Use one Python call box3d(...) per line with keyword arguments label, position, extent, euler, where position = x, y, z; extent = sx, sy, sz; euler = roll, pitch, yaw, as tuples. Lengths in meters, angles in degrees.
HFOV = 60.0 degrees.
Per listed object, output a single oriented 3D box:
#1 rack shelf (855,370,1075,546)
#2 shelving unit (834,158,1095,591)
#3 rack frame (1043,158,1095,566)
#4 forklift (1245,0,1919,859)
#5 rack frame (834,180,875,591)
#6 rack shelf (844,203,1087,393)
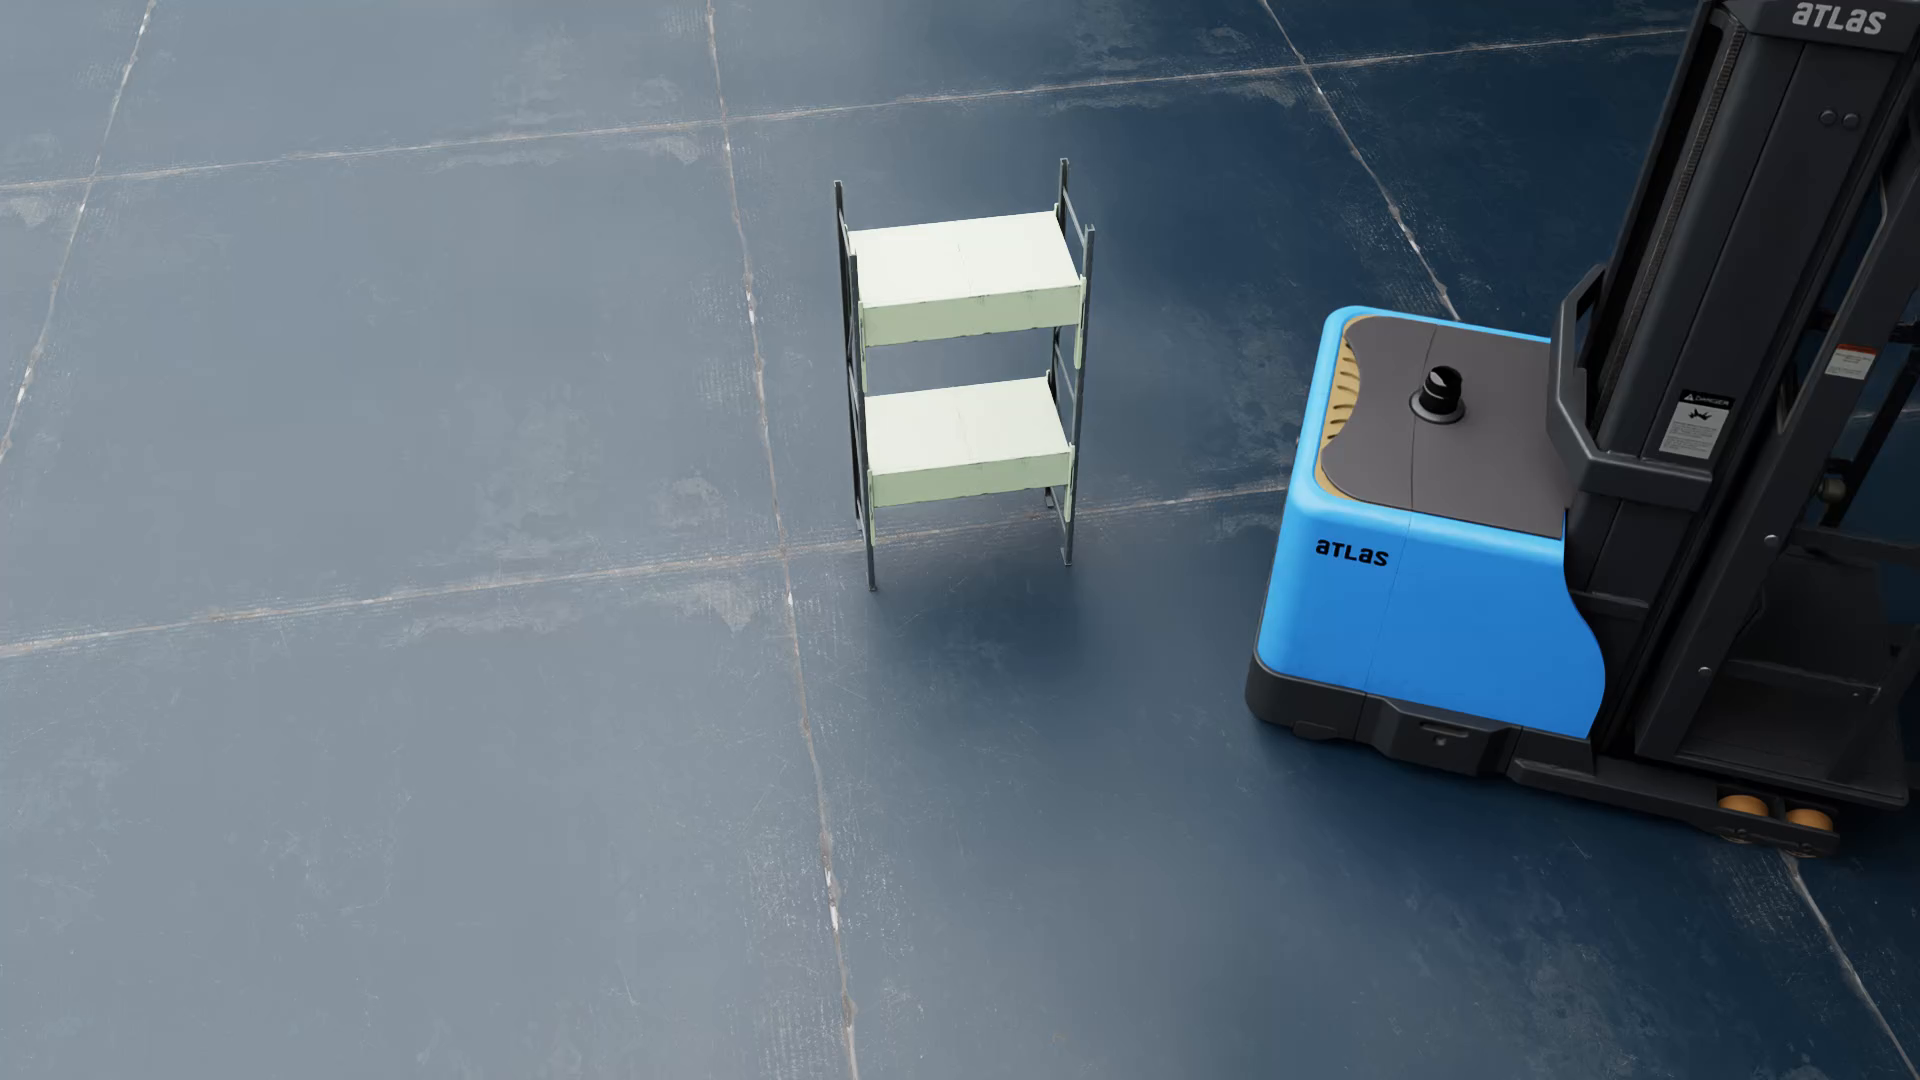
box3d(label="rack shelf", position=(0.007, -0.295, 5.945), extent=(0.720, 0.370, 0.431), euler=(-7, 46, -7))
box3d(label="shelving unit", position=(0.007, -0.521, 5.711), extent=(0.755, 1.500, 0.431), euler=(-7, 46, -7))
box3d(label="rack frame", position=(0.367, -0.566, 5.754), extent=(0.023, 1.500, 0.400), euler=(-7, 46, -7))
box3d(label="forklift", position=(2.540, -0.439, 4.638), extent=(3.031, 2.935, 1.130), euler=(12, 47, 11))
box3d(label="rack frame", position=(-0.354, -0.476, 5.667), extent=(0.023, 1.500, 0.400), euler=(-7, 46, -7))
box3d(label="rack shelf", position=(0.007, -0.792, 5.430), extent=(0.720, 0.370, 0.431), euler=(-7, 46, -7))
